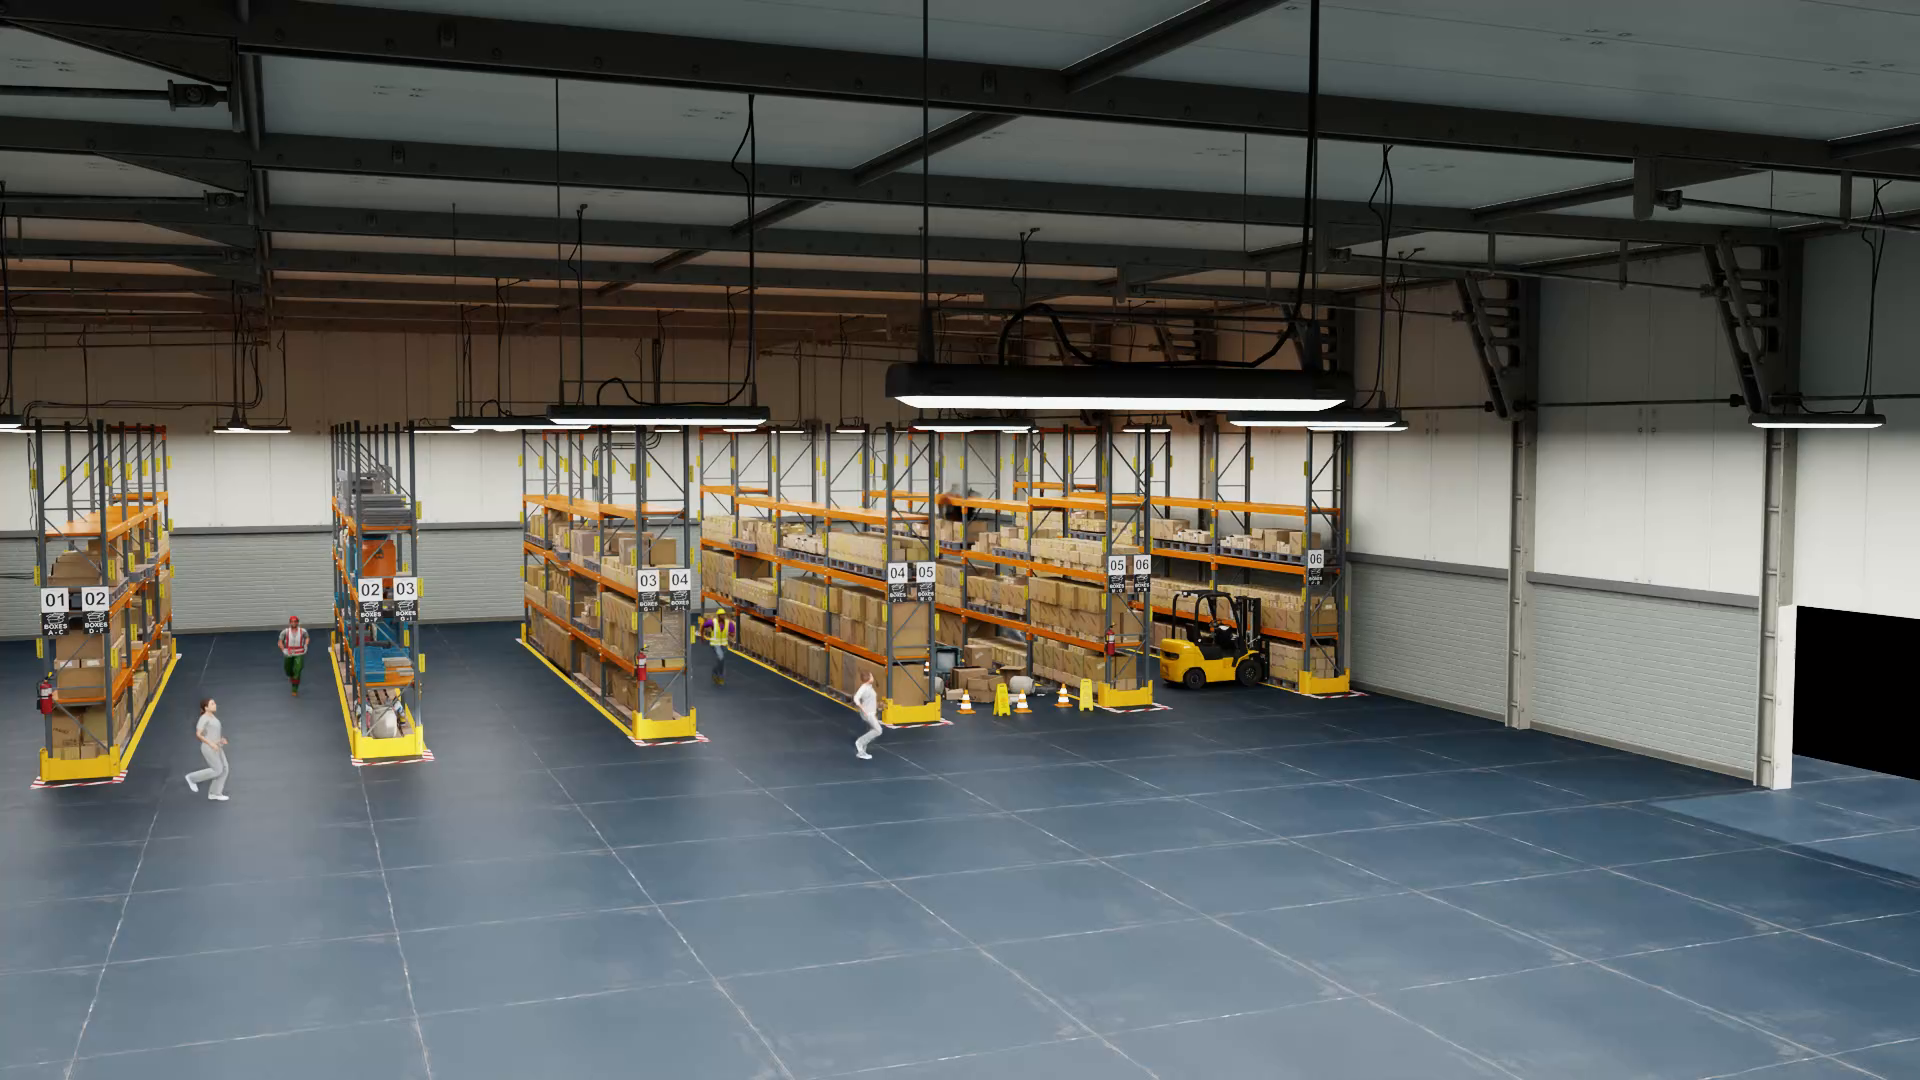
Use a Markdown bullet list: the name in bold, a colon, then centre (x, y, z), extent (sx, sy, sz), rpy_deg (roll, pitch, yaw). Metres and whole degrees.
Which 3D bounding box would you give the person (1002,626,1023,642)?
- **person**: centre (1.364, 2.068, 44.887), extent (0.614, 1.653, 0.852), rpy_deg (-2, 4, -35)

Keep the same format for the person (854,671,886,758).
- **person**: centre (-1.584, 3.098, 29.467), extent (0.530, 1.560, 0.532), rpy_deg (0, 4, 8)

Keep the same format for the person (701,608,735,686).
- **person**: centre (-5.553, 2.459, 38.304), extent (0.729, 1.790, 0.840), rpy_deg (-2, 4, -29)

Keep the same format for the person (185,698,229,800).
- **person**: centre (-11.828, 3.283, 26.131), extent (0.623, 1.631, 0.570), rpy_deg (0, 4, -4)

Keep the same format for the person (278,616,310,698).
- **person**: centre (-14.779, 2.561, 36.896), extent (0.634, 1.765, 1.049), rpy_deg (-1, 4, -17)
